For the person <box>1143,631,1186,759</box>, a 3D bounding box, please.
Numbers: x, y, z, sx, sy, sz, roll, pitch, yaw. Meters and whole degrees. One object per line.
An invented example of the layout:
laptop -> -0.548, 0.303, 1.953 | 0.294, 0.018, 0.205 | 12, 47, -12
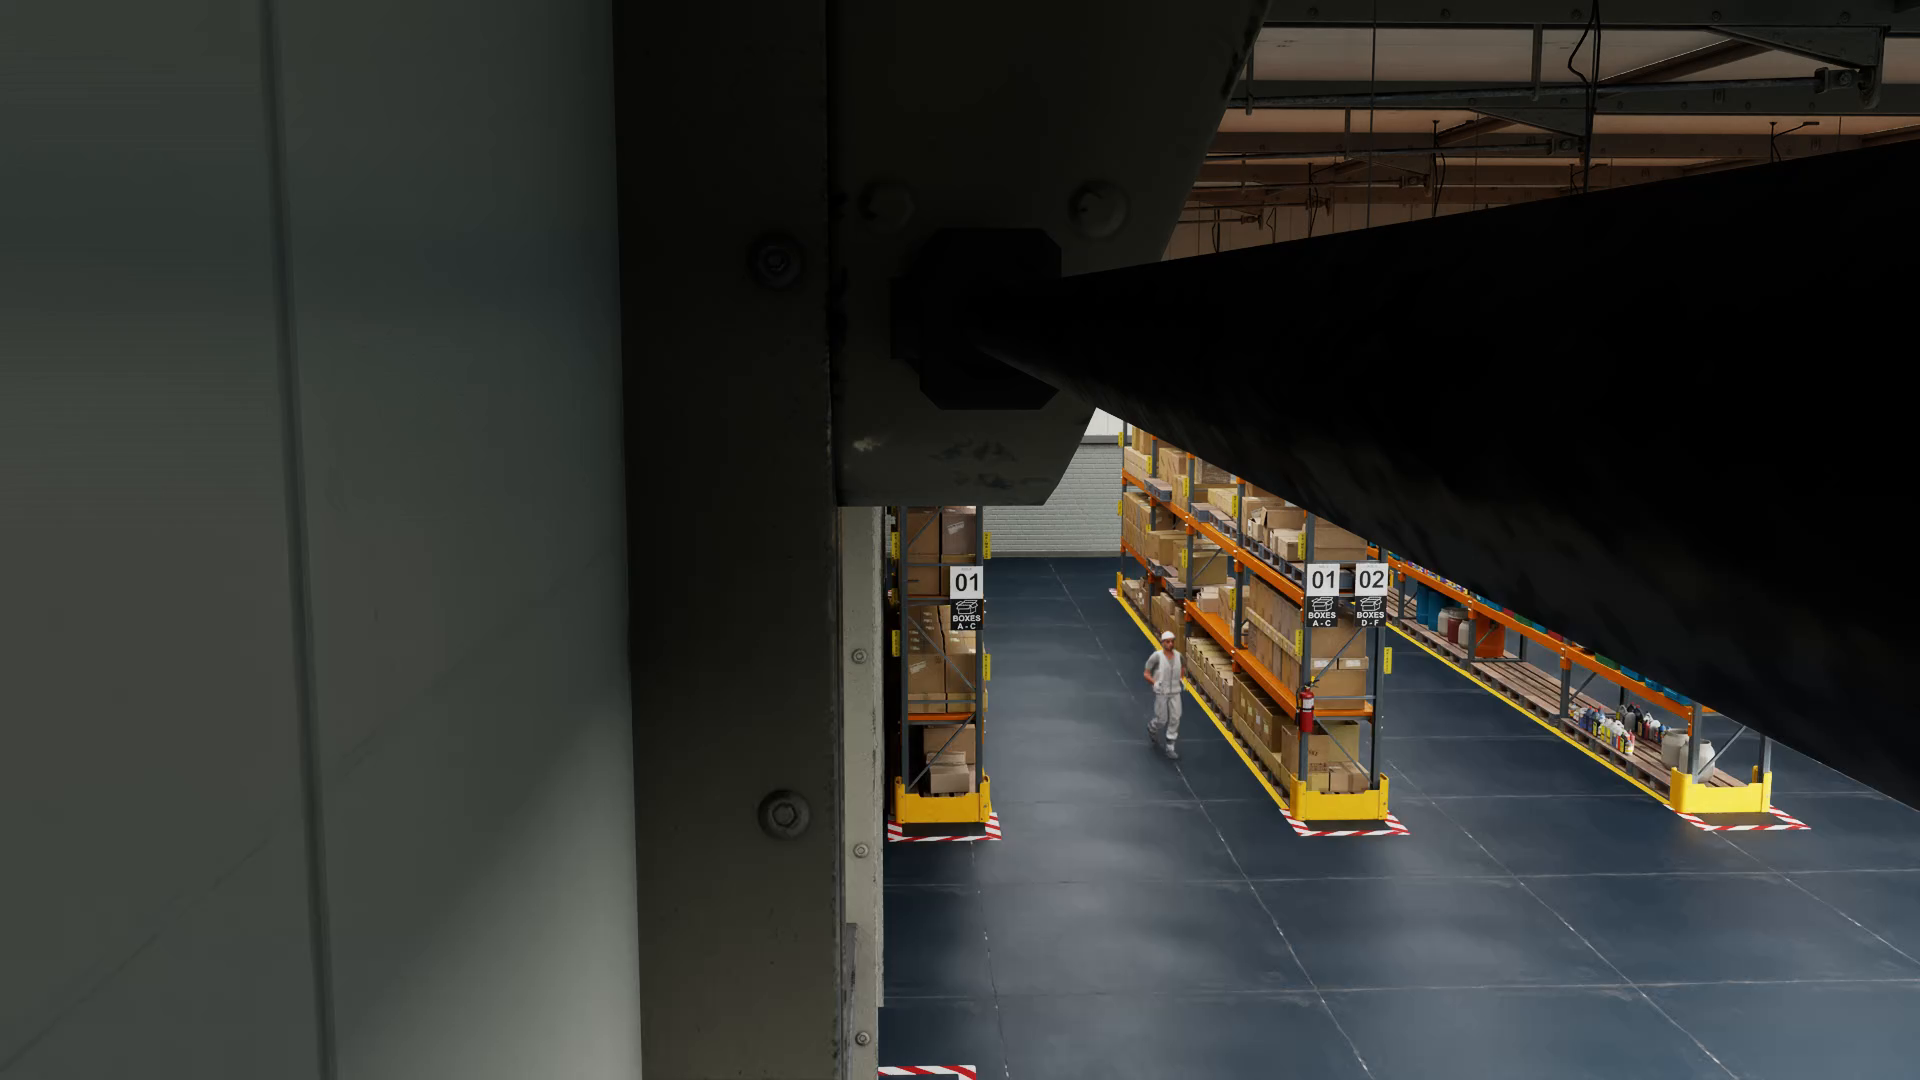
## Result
person -> 2.919, 2.155, 23.495 | 0.667, 1.763, 0.860 | -2, 8, -16
